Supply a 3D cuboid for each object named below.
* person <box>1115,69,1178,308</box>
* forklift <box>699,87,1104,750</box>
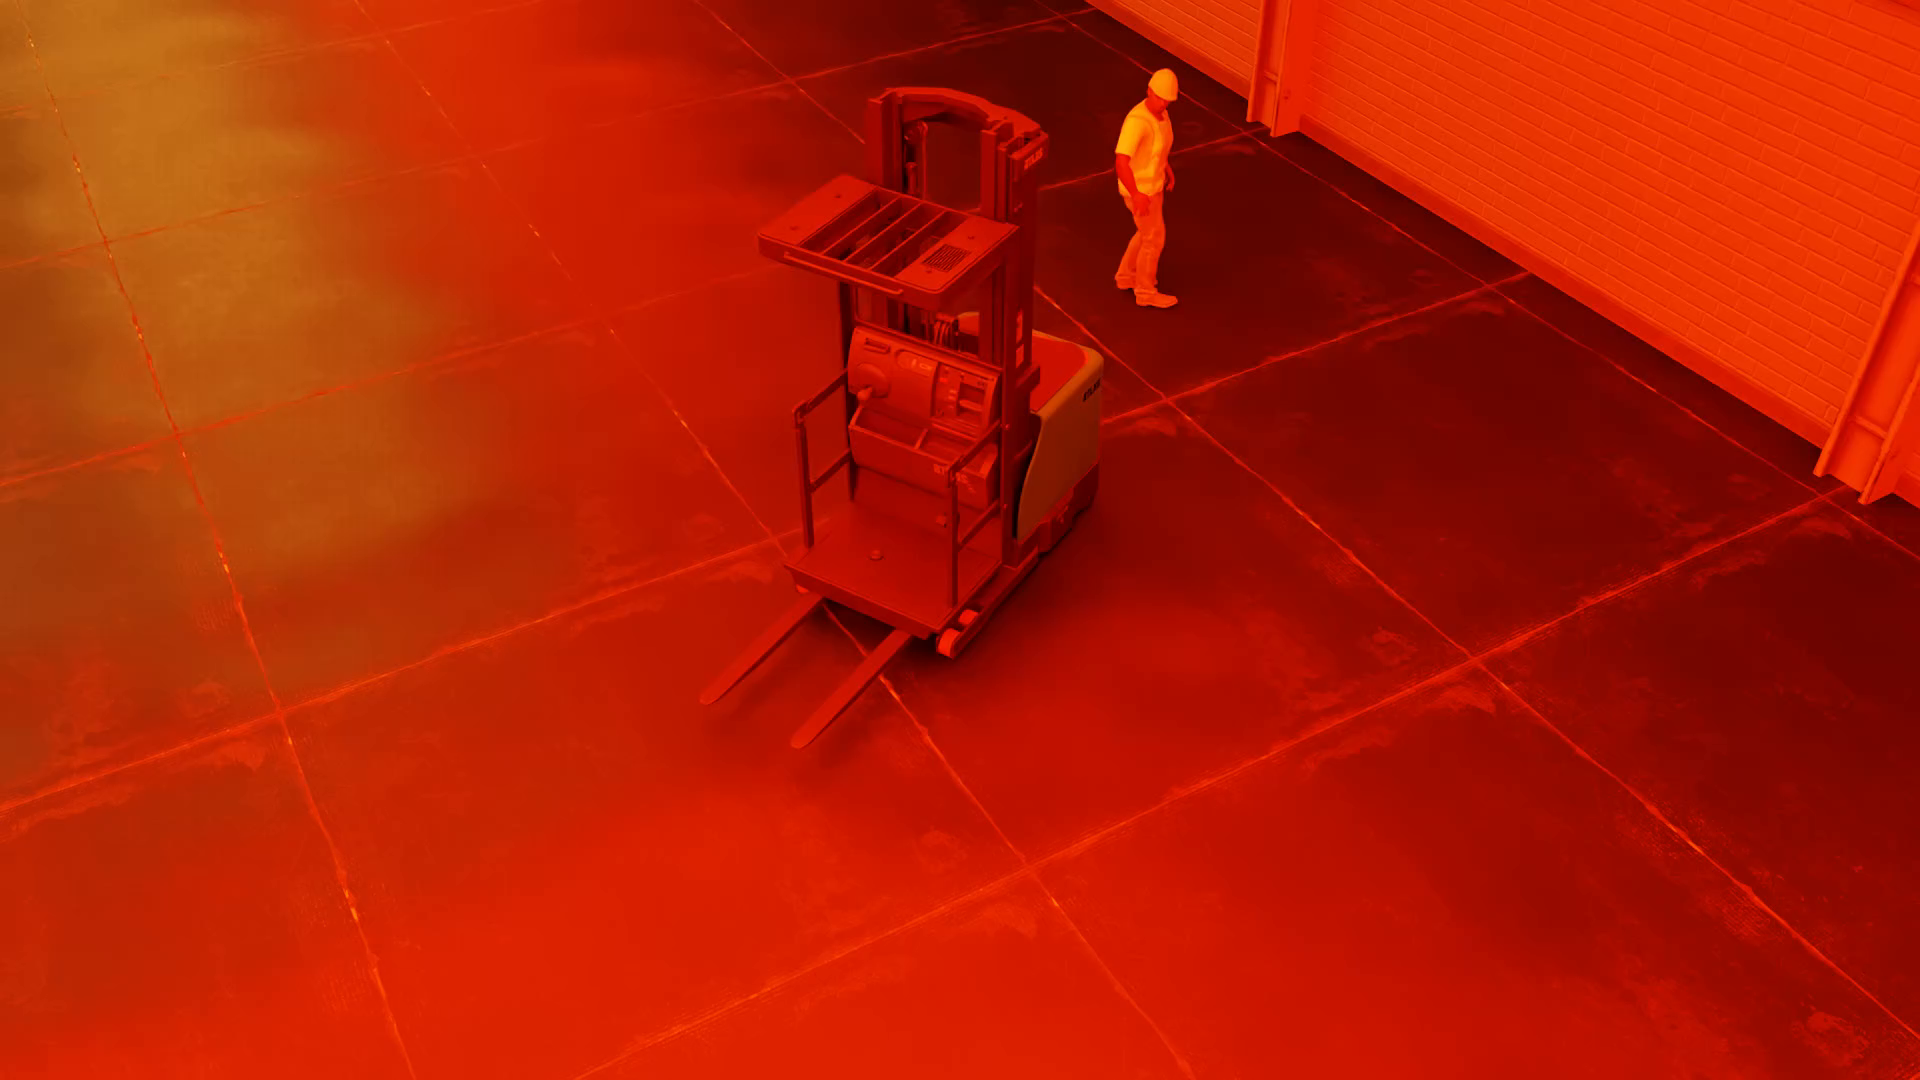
[{"bbox_3d":[1.411,-2.557,12.052,0.523,1.743,0.794,10,41,11],"label":"person"},{"bbox_3d":[-0.323,-0.797,8.997,1.130,2.935,3.031,22,44,24],"label":"forklift"}]
